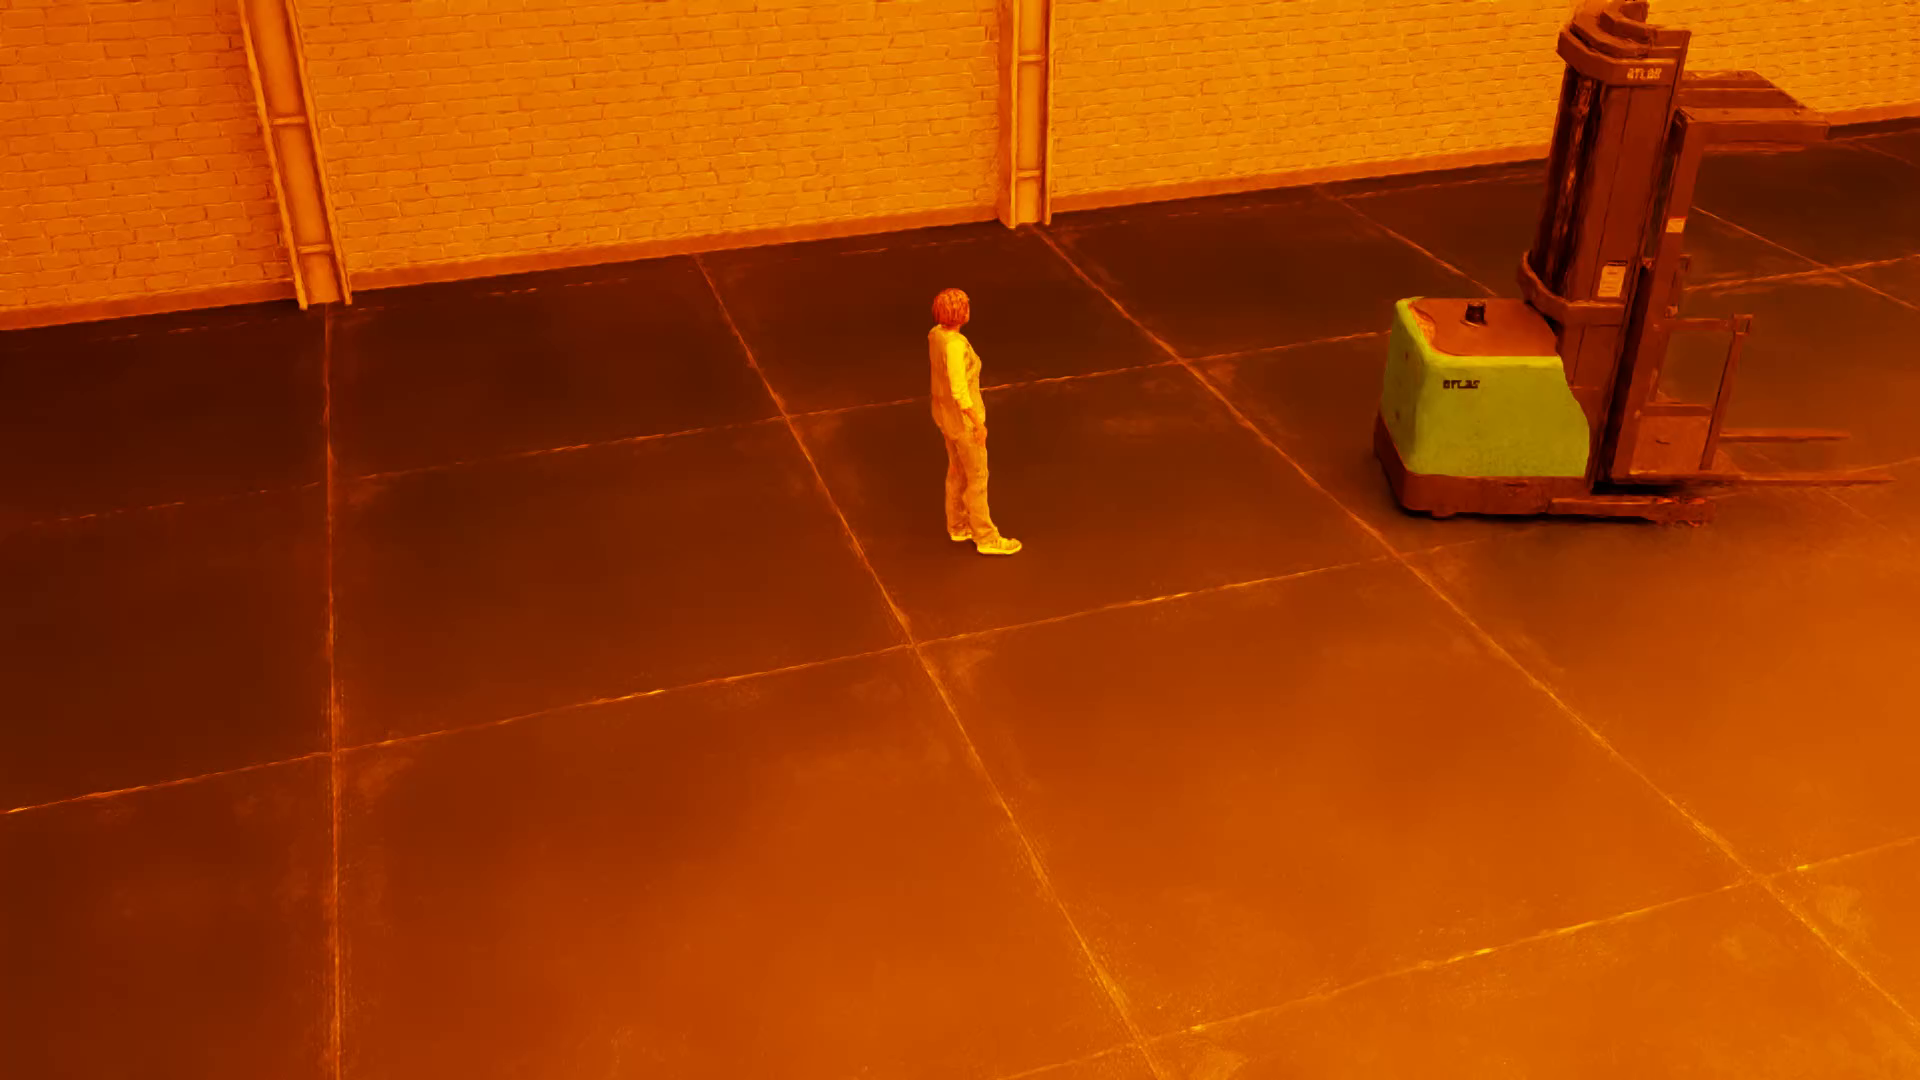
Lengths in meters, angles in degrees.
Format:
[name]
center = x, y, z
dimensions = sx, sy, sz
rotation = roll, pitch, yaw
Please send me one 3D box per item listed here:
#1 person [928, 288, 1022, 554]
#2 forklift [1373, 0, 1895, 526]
[person]
center = 0.075, -0.703, 9.633
dimensions = 0.474, 1.597, 0.521
rotation = -10, 31, -16
[forklift]
center = 4.242, -1.628, 9.917
dimensions = 3.031, 2.935, 1.130
rotation = 1, 30, 1
